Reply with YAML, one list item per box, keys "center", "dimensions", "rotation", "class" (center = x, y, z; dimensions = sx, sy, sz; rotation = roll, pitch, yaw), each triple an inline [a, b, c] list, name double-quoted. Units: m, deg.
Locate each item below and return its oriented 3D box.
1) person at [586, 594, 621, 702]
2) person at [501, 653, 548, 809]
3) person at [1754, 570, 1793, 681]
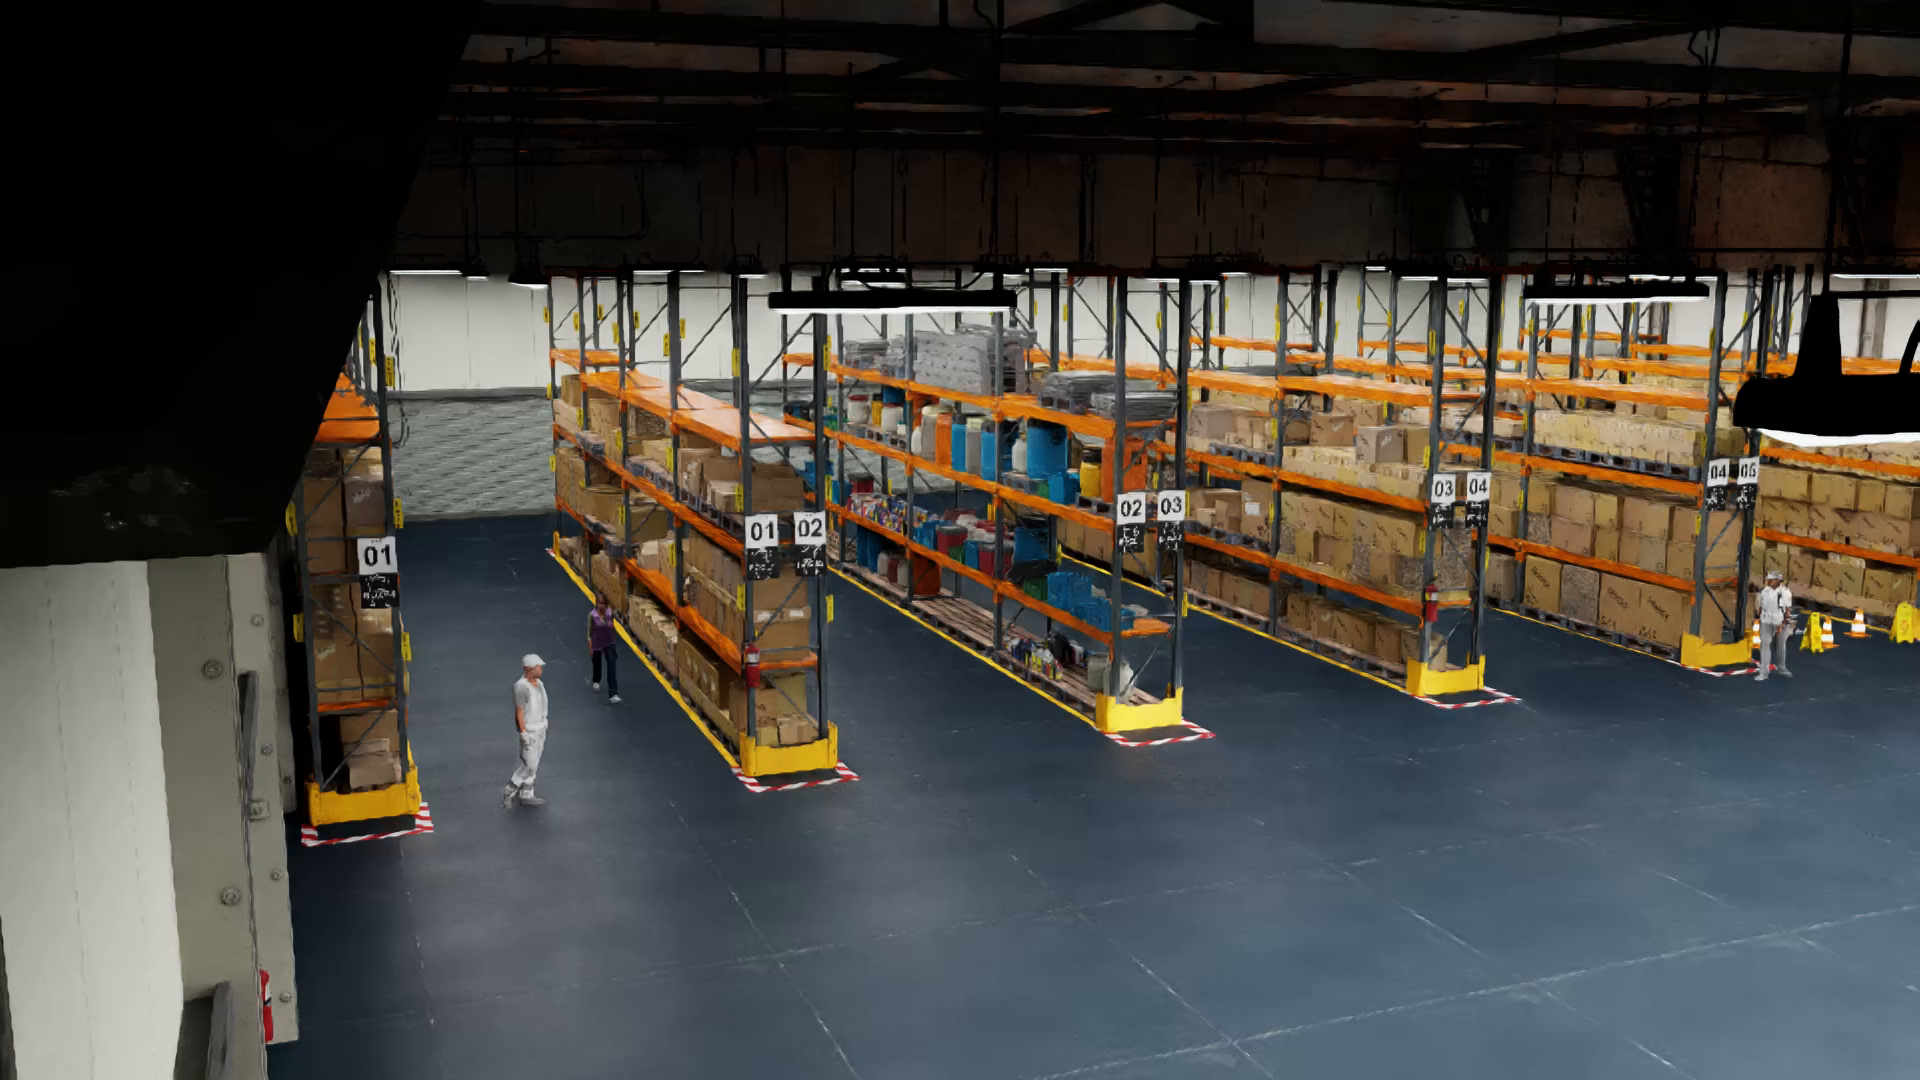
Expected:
- center: [-5.094, 1.491, 23.645]
  dimensions: [0.417, 1.517, 1.037]
  rotation: [-3, 10, -19]
  class: "person"
- center: [-4.966, 2.178, 18.962]
  dimensions: [0.460, 1.780, 0.704]
  rotation: [3, 10, 14]
  class: "person"
- center: [12.138, 1.245, 24.743]
  dimensions: [0.488, 1.657, 0.686]
  rotation: [9, 13, 41]
  class: "person"
